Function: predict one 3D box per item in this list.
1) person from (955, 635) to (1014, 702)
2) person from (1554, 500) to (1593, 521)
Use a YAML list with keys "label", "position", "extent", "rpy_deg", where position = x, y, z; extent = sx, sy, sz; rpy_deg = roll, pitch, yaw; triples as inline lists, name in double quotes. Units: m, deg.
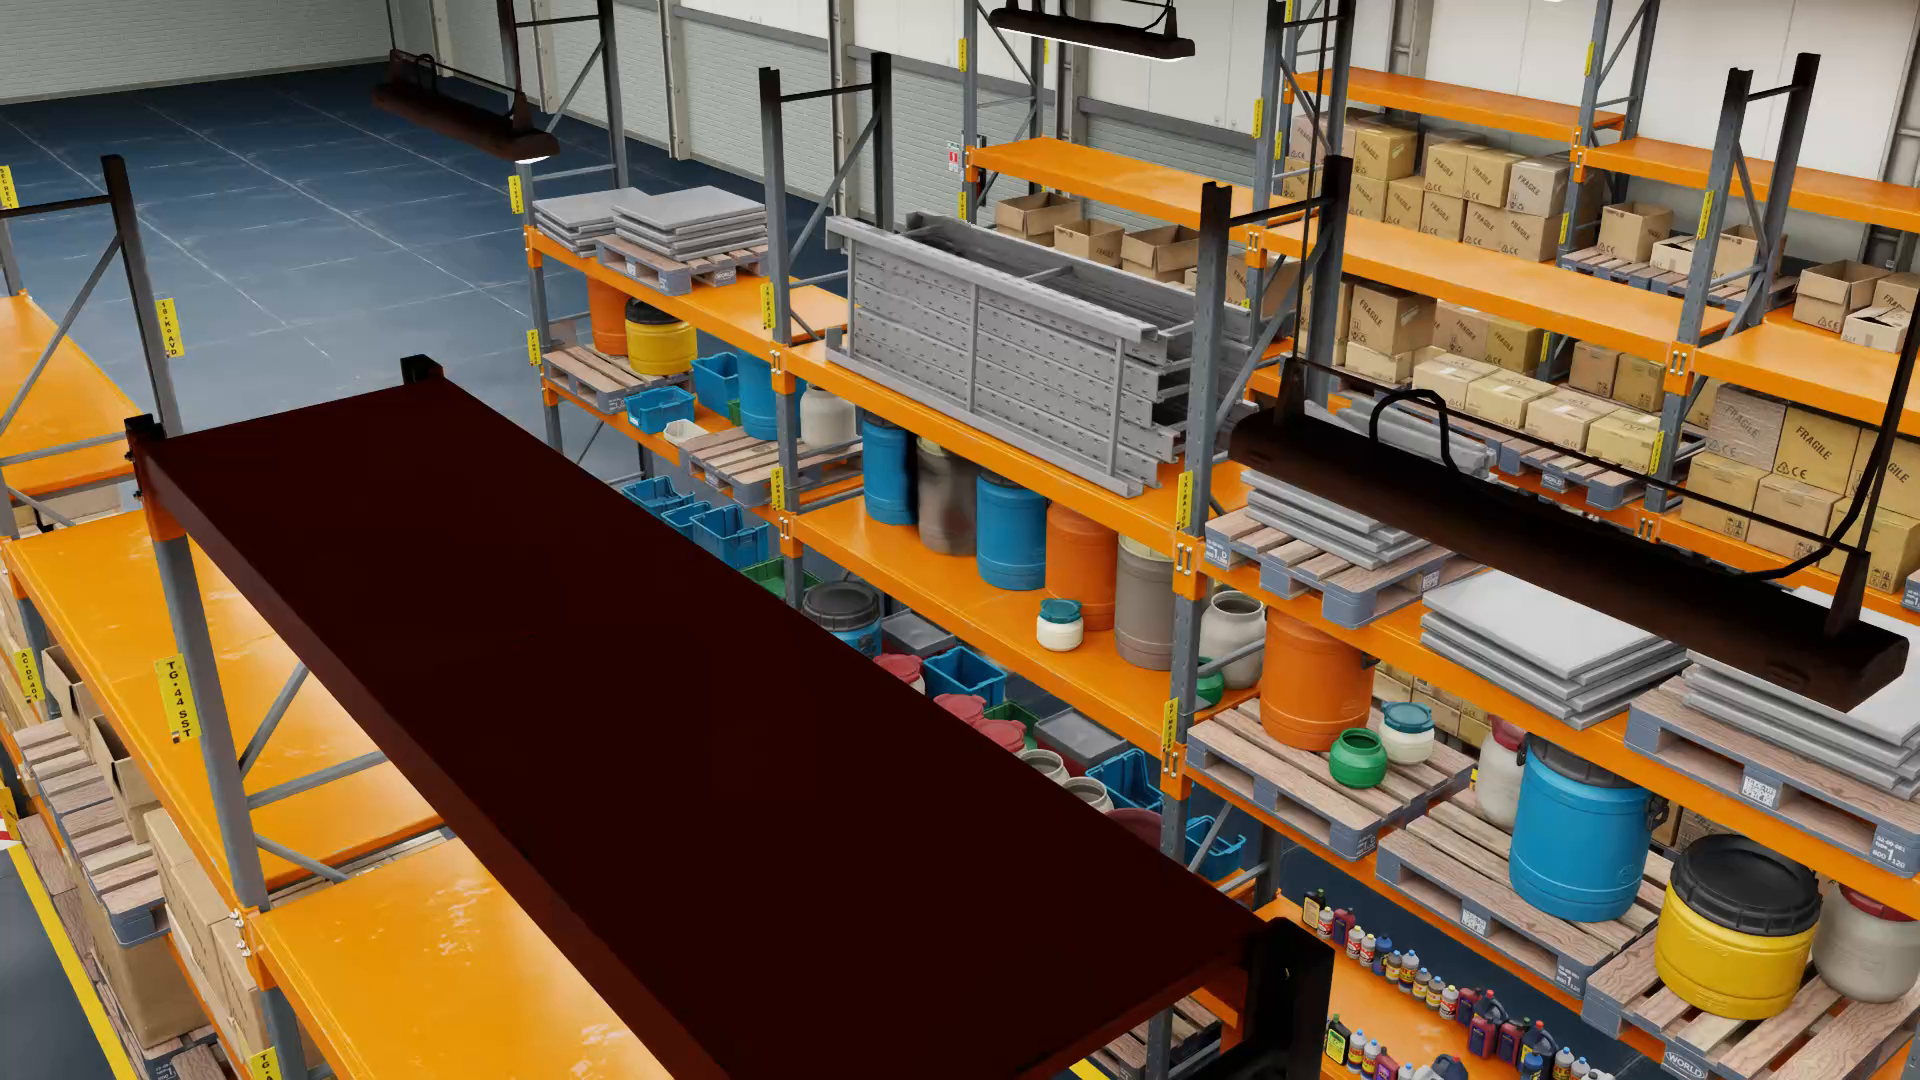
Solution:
- label: "person"
  position: [0.296, 1.056, 14.278]
  extent: [0.681, 1.702, 0.922]
  rpy_deg: [-12, 28, -23]
- label: "person"
  position: [6.144, -0.146, 16.631]
  extent: [0.521, 1.749, 0.847]
  rpy_deg: [-23, 34, -39]
